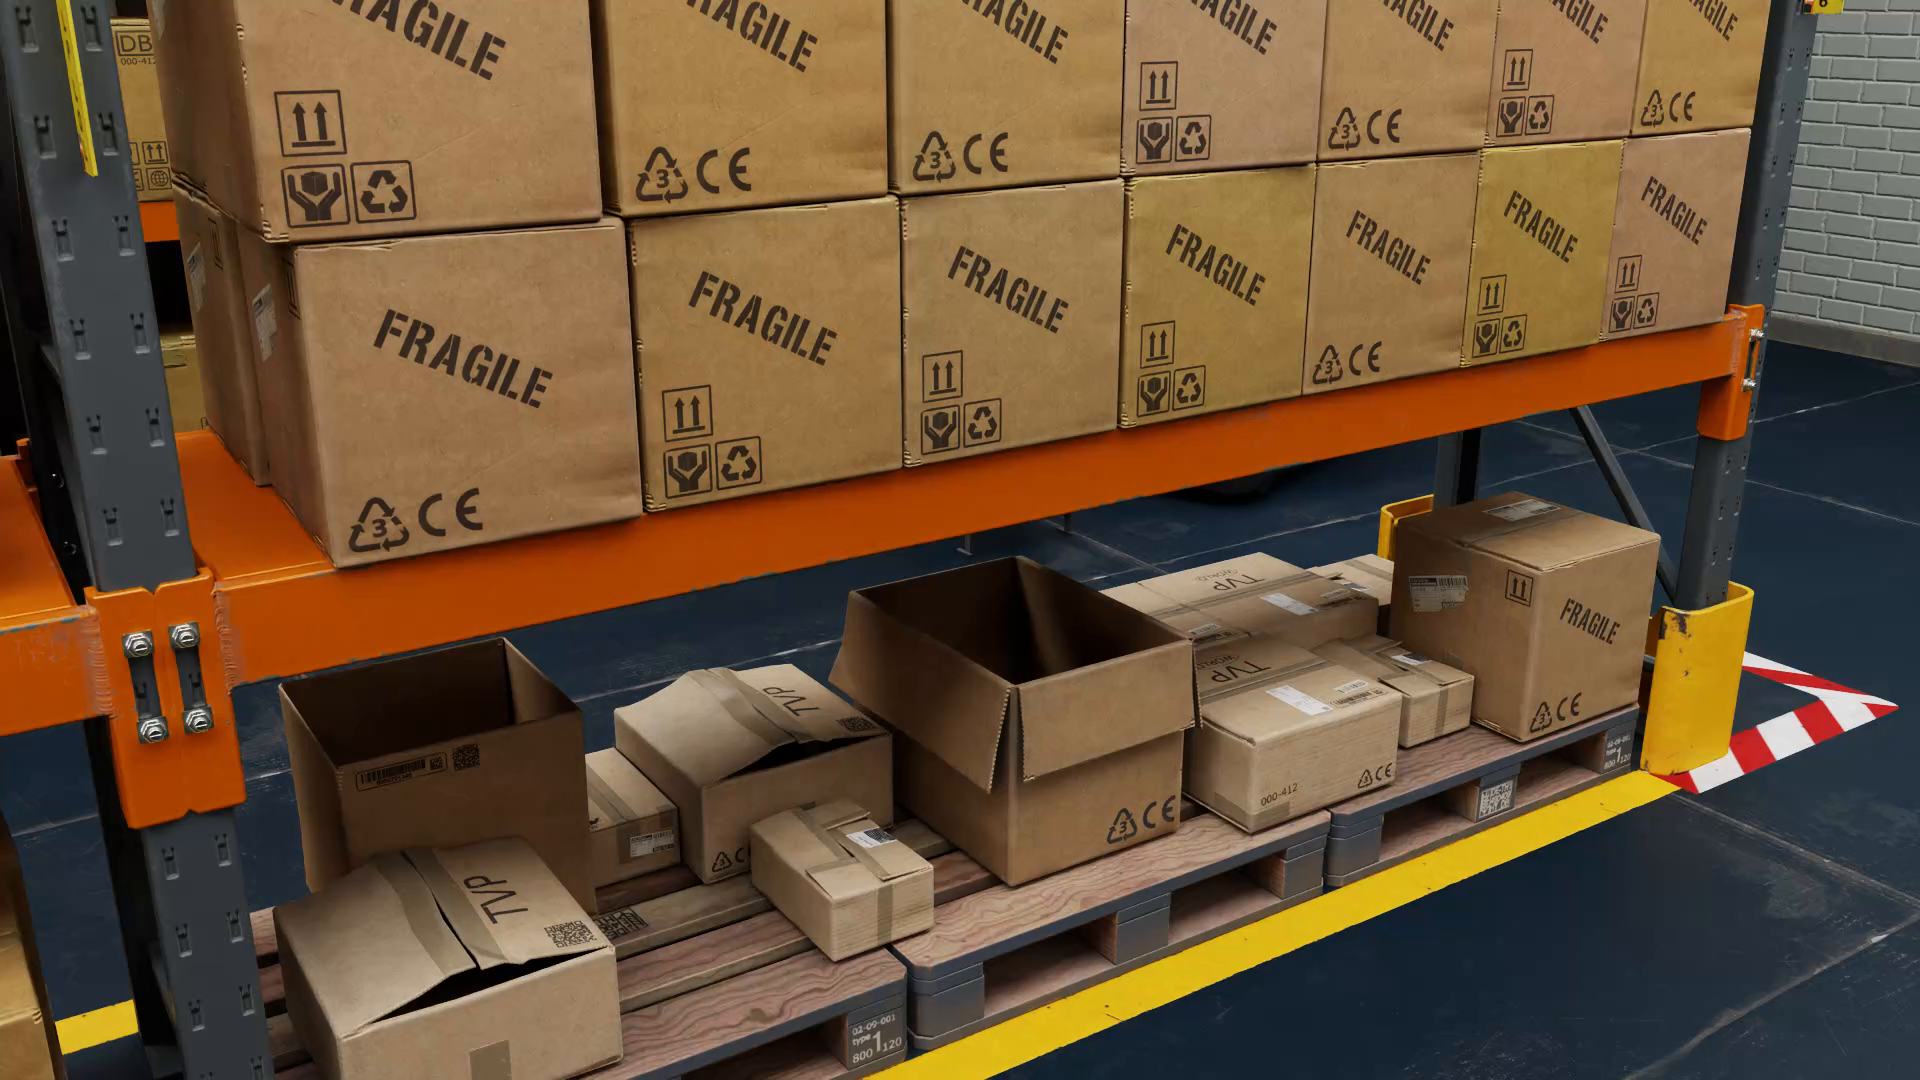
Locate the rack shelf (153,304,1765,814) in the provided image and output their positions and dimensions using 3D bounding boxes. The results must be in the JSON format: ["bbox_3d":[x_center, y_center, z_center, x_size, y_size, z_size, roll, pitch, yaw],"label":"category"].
[{"bbox_3d":[0.221,-0.245,3.911,4.000,0.370,1.077,-12,22,-31],"label":"rack shelf"}]

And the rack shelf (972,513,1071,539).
[{"bbox_3d":[0.138,-0.348,6.723,0.480,0.518,0.431,-12,22,-31],"label":"rack shelf"}]

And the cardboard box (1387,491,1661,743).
[{"bbox_3d":[1.573,0.199,4.689,0.500,0.500,0.500,-12,22,-31],"label":"cardboard box"}]

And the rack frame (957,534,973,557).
[{"bbox_3d":[-0.066,-0.981,6.368,0.015,2.100,0.400,-12,22,-31],"label":"rack frame"}]

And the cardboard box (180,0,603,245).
[{"bbox_3d":[-0.901,-0.763,2.600,0.500,0.500,0.500,-11,22,-30],"label":"cardboard box"}]

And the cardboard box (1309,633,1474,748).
[{"bbox_3d":[1.185,0.404,4.603,0.250,0.166,0.380,-12,22,-31],"label":"cardboard box"}]

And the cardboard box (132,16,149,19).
[{"bbox_3d":[-3.102,-1.919,7.268,0.700,0.700,0.980,-13,22,-33],"label":"cardboard box"}]

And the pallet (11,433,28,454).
[{"bbox_3d":[-3.498,-0.350,7.452,1.213,0.211,1.003,-12,22,-31],"label":"pallet"}]

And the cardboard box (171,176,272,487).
[{"bbox_3d":[-1.173,-0.438,3.201,0.500,0.500,0.500,-11,22,-31],"label":"cardboard box"}]

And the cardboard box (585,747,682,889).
[{"bbox_3d":[-0.849,0.650,3.904,0.250,0.149,0.380,-12,22,-31],"label":"cardboard box"}]

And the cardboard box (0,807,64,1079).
[{"bbox_3d":[-1.987,0.762,3.024,0.500,0.500,0.500,-13,23,-34],"label":"cardboard box"}]

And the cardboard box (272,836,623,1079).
[{"bbox_3d":[-0.979,0.815,3.161,0.500,0.311,0.500,-12,22,-31],"label":"cardboard box"}]

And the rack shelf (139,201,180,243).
[{"bbox_3d":[-2.506,-1.570,7.828,4.000,0.370,1.077,-12,22,-31],"label":"rack shelf"}]

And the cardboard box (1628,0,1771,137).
[{"bbox_3d":[1.671,-1.308,4.212,0.500,0.500,0.500,-12,22,-32],"label":"cardboard box"}]

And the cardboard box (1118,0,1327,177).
[{"bbox_3d":[0.390,-1.035,3.407,0.500,0.500,0.500,-11,22,-30],"label":"cardboard box"}]

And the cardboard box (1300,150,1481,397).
[{"bbox_3d":[0.816,-0.655,3.844,0.500,0.500,0.500,-12,22,-31],"label":"cardboard box"}]

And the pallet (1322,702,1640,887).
[{"bbox_3d":[1.163,0.537,4.828,1.213,0.211,1.003,-12,22,-31],"label":"pallet"}]

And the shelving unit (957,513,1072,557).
[{"bbox_3d":[0.138,-1.024,6.495,0.503,2.100,0.431,-12,22,-31],"label":"shelving unit"}]

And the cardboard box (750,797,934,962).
[{"bbox_3d":[-0.263,0.729,3.643,0.250,0.166,0.380,-12,22,-31],"label":"cardboard box"}]

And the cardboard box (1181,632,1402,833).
[{"bbox_3d":[0.763,0.477,4.258,0.500,0.250,0.500,-12,22,-31],"label":"cardboard box"}]

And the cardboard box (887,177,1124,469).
[{"bbox_3d":[-0.029,-0.477,3.315,0.500,0.500,0.500,-12,22,-32],"label":"cardboard box"}]

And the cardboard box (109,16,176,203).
[{"bbox_3d":[-3.715,-1.792,6.892,0.700,0.700,0.980,-12,22,-31],"label":"cardboard box"}]

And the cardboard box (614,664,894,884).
[{"bbox_3d":[-0.503,0.523,4.026,0.500,0.311,0.500,-12,22,-31],"label":"cardboard box"}]

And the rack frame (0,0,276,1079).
[{"bbox_3d":[-1.449,-0.234,2.753,0.127,3.000,1.000,-12,22,-31],"label":"rack frame"}]

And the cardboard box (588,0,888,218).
[{"bbox_3d":[-0.470,-0.854,2.869,0.500,0.500,0.500,-13,22,-33],"label":"cardboard box"}]

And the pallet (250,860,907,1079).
[{"bbox_3d":[-0.875,0.966,3.557,1.213,0.211,1.003,-12,22,-31],"label":"pallet"}]

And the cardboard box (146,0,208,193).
[{"bbox_3d":[-1.169,-0.913,3.045,0.500,0.500,0.500,-12,22,-31],"label":"cardboard box"}]

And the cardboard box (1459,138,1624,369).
[{"bbox_3d":[1.236,-0.742,4.100,0.500,0.500,0.500,-12,22,-31],"label":"cardboard box"}]

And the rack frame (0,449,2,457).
[{"bbox_3d":[-4.177,-1.558,6.671,0.127,3.000,1.000,-12,22,-31],"label":"rack frame"}]

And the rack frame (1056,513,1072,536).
[{"bbox_3d":[0.342,-1.067,6.622,0.015,2.100,0.400,-12,22,-31],"label":"rack frame"}]

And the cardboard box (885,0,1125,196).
[{"bbox_3d":[-0.040,-0.944,3.137,0.500,0.500,0.500,-13,22,-33],"label":"cardboard box"}]

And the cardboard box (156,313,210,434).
[{"bbox_3d":[-3.496,-0.677,7.312,0.500,0.500,0.700,-12,22,-31],"label":"cardboard box"}]

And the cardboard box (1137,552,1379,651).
[{"bbox_3d":[0.864,0.264,4.888,0.500,0.250,0.500,-12,22,-31],"label":"cardboard box"}]

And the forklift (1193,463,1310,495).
[{"bbox_3d":[1.601,-1.999,8.082,1.130,2.935,3.031,12,22,32],"label":"forklift"}]

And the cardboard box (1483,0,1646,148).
[{"bbox_3d":[1.250,-1.218,3.948,0.500,0.500,0.500,-11,22,-30],"label":"cardboard box"}]

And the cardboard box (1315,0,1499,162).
[{"bbox_3d":[0.819,-1.126,3.674,0.500,0.500,0.500,-11,22,-30],"label":"cardboard box"}]

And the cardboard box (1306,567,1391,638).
[{"bbox_3d":[1.144,0.221,5.144,0.250,0.166,0.380,-12,22,-31],"label":"cardboard box"}]

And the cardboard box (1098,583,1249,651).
[{"bbox_3d":[0.446,0.352,4.627,0.500,0.250,0.500,-12,22,-31],"label":"cardboard box"}]

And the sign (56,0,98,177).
[{"bbox_3d":[-1.141,-0.635,2.131,0.005,0.325,0.100,-12,22,-31],"label":"sign"}]

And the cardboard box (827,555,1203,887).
[{"bbox_3d":[0.117,0.408,4.066,0.637,0.503,0.797,-12,22,-31],"label":"cardboard box"}]

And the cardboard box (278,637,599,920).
[{"bbox_3d":[-1.129,0.566,3.605,0.500,0.500,0.500,-12,22,-31],"label":"cardboard box"}]

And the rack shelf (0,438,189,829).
[{"bbox_3d":[-3.119,0.459,1.827,4.000,0.370,1.077,-12,22,-31],"label":"rack shelf"}]

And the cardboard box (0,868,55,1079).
[{"bbox_3d":[-1.704,0.905,2.599,0.500,0.500,0.500,-12,22,-32],"label":"cardboard box"}]

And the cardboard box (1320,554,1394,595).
[{"bbox_3d":[1.353,0.185,5.277,0.250,0.149,0.380,-12,22,-31],"label":"cardboard box"}]

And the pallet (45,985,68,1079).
[{"bbox_3d":[-2.108,1.240,2.746,1.213,0.211,1.003,-12,22,-31],"label":"pallet"}]

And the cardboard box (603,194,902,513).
[{"bbox_3d":[-0.448,-0.389,3.057,0.500,0.500,0.500,-11,22,-30],"label":"cardboard box"}]

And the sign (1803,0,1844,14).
[{"bbox_3d":[2.180,-1.485,4.152,0.005,0.325,0.100,-12,22,-31],"label":"sign"}]

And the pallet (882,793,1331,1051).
[{"bbox_3d":[0.145,0.750,4.197,1.213,0.211,1.003,-12,22,-31],"label":"pallet"}]

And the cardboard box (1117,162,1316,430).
[{"bbox_3d":[0.395,-0.567,3.582,0.500,0.500,0.500,-12,22,-32],"label":"cardboard box"}]

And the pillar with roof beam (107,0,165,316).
[{"bbox_3d":[-1.700,-3.604,3.353,0.400,9.000,9.100,-12,22,-31],"label":"pillar with roof beam"}]

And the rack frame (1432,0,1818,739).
[{"bbox_3d":[1.892,-0.939,4.837,0.127,3.000,1.000,-12,22,-31],"label":"rack frame"}]

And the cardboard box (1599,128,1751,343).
[{"bbox_3d":[1.667,-0.834,4.373,0.500,0.500,0.500,-11,22,-30],"label":"cardboard box"}]

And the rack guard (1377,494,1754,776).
[{"bbox_3d":[1.828,0.259,5.198,0.348,0.500,1.175,-12,22,-31],"label":"rack guard"}]

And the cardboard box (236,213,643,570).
[{"bbox_3d":[-0.873,-0.298,2.787,0.500,0.500,0.500,-11,22,-30],"label":"cardboard box"}]
